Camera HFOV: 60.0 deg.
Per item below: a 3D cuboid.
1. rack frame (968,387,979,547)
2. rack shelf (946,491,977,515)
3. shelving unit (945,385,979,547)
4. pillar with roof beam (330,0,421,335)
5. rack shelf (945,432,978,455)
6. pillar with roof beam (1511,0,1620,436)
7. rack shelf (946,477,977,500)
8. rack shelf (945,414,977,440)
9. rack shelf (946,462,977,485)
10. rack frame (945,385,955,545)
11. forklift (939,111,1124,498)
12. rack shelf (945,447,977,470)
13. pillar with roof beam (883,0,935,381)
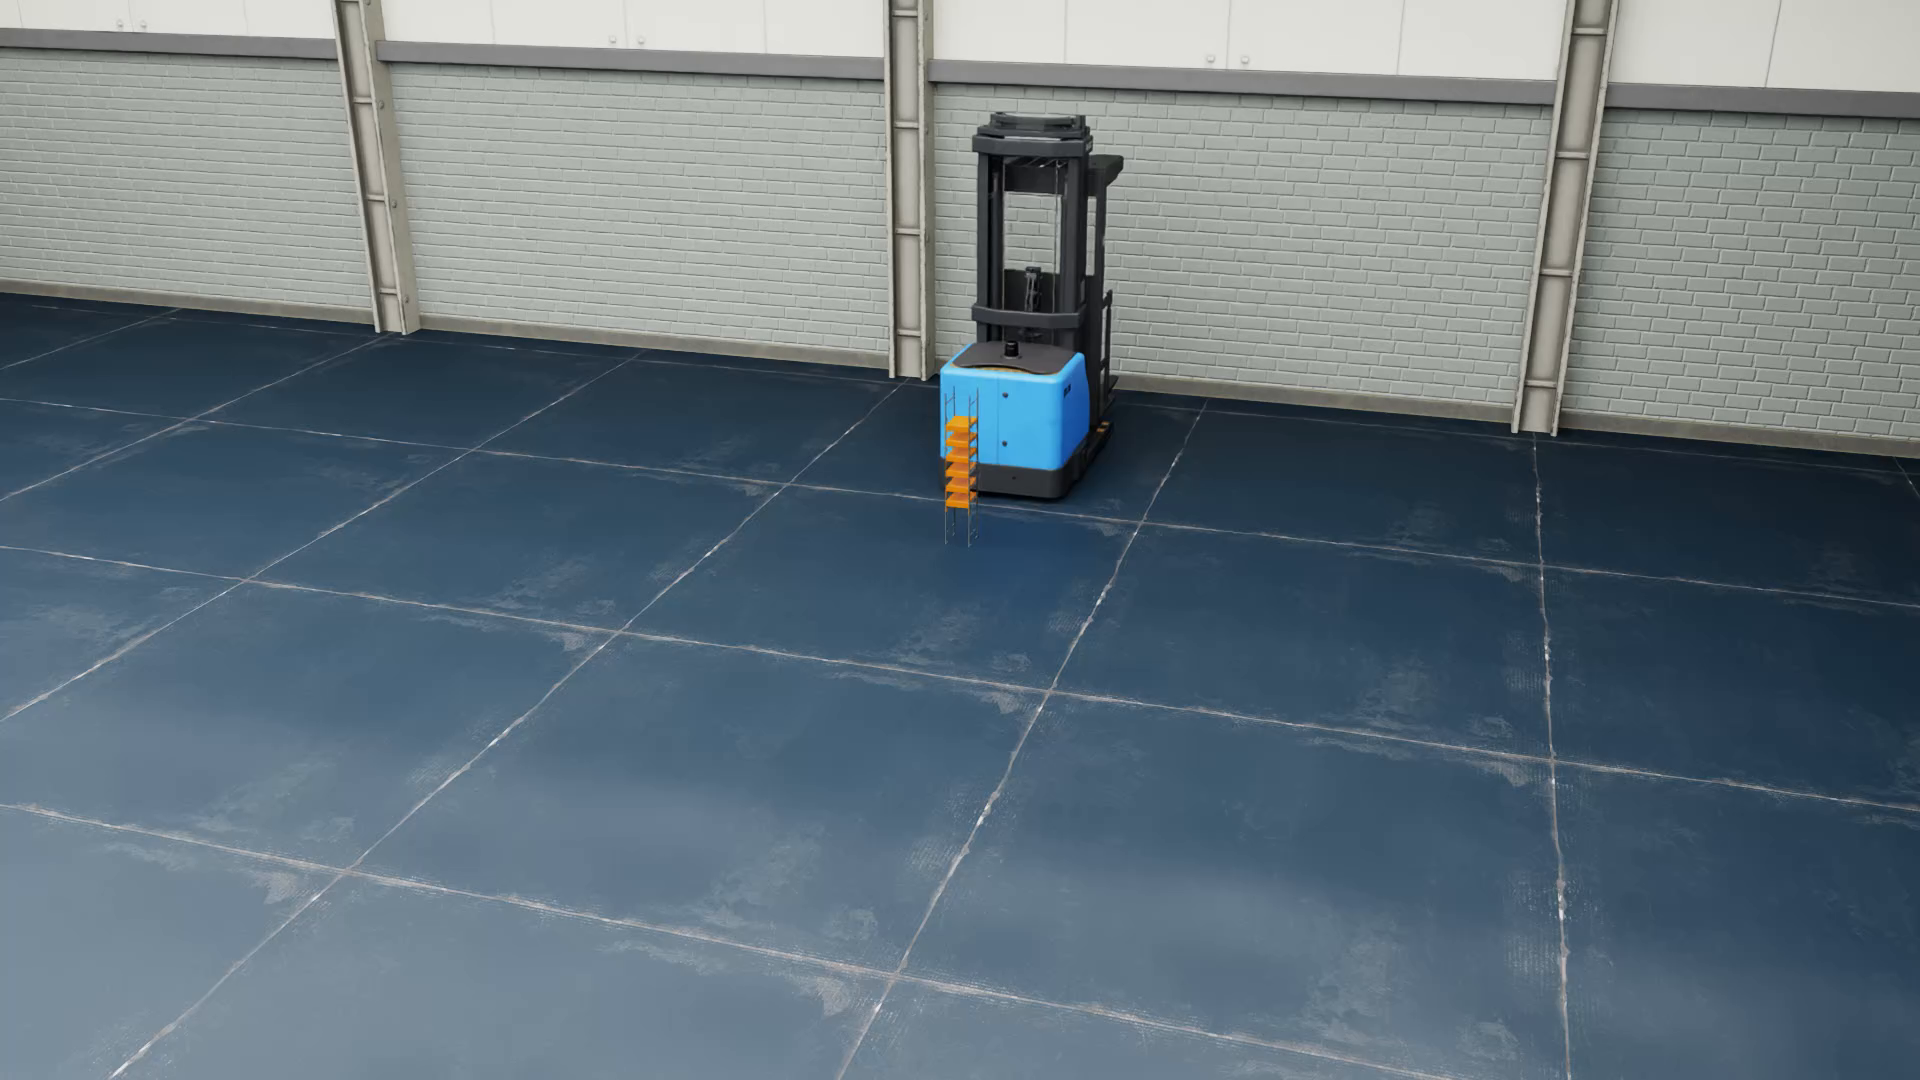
[{"bbox_3d":[0.101,-0.543,12.514,0.006,1.200,0.240,7,23,16],"label":"rack frame"},{"bbox_3d":[0.014,-0.290,12.646,0.180,0.103,0.258,7,23,16],"label":"rack shelf"},{"bbox_3d":[0.014,-0.554,12.538,0.189,1.200,0.258,7,23,16],"label":"shelving unit"},{"bbox_3d":[-7.470,-4.931,12.933,0.400,9.000,9.100,7,23,16],"label":"pillar with roof beam"},{"bbox_3d":[0.014,-0.734,12.464,0.180,0.103,0.258,7,23,16],"label":"rack shelf"},{"bbox_3d":[4.019,-3.615,9.726,0.400,9.000,9.100,7,23,16],"label":"pillar with roof beam"},{"bbox_3d":[0.014,-0.401,12.601,0.180,0.103,0.258,7,23,16],"label":"rack shelf"},{"bbox_3d":[0.014,-0.845,12.419,0.180,0.103,0.258,7,23,16],"label":"rack shelf"},{"bbox_3d":[0.014,-0.512,12.555,0.180,0.103,0.258,7,23,16],"label":"rack shelf"},{"bbox_3d":[-0.074,-0.564,12.563,0.006,1.200,0.240,7,23,16],"label":"rack frame"},{"bbox_3d":[0.751,-2.223,14.328,1.130,2.935,3.031,7,23,16],"label":"forklift"},{"bbox_3d":[0.014,-0.623,12.510,0.180,0.103,0.258,7,23,16],"label":"rack shelf"},{"bbox_3d":[-1.726,-4.273,11.330,0.400,9.000,9.100,7,23,16],"label":"pillar with roof beam"}]
